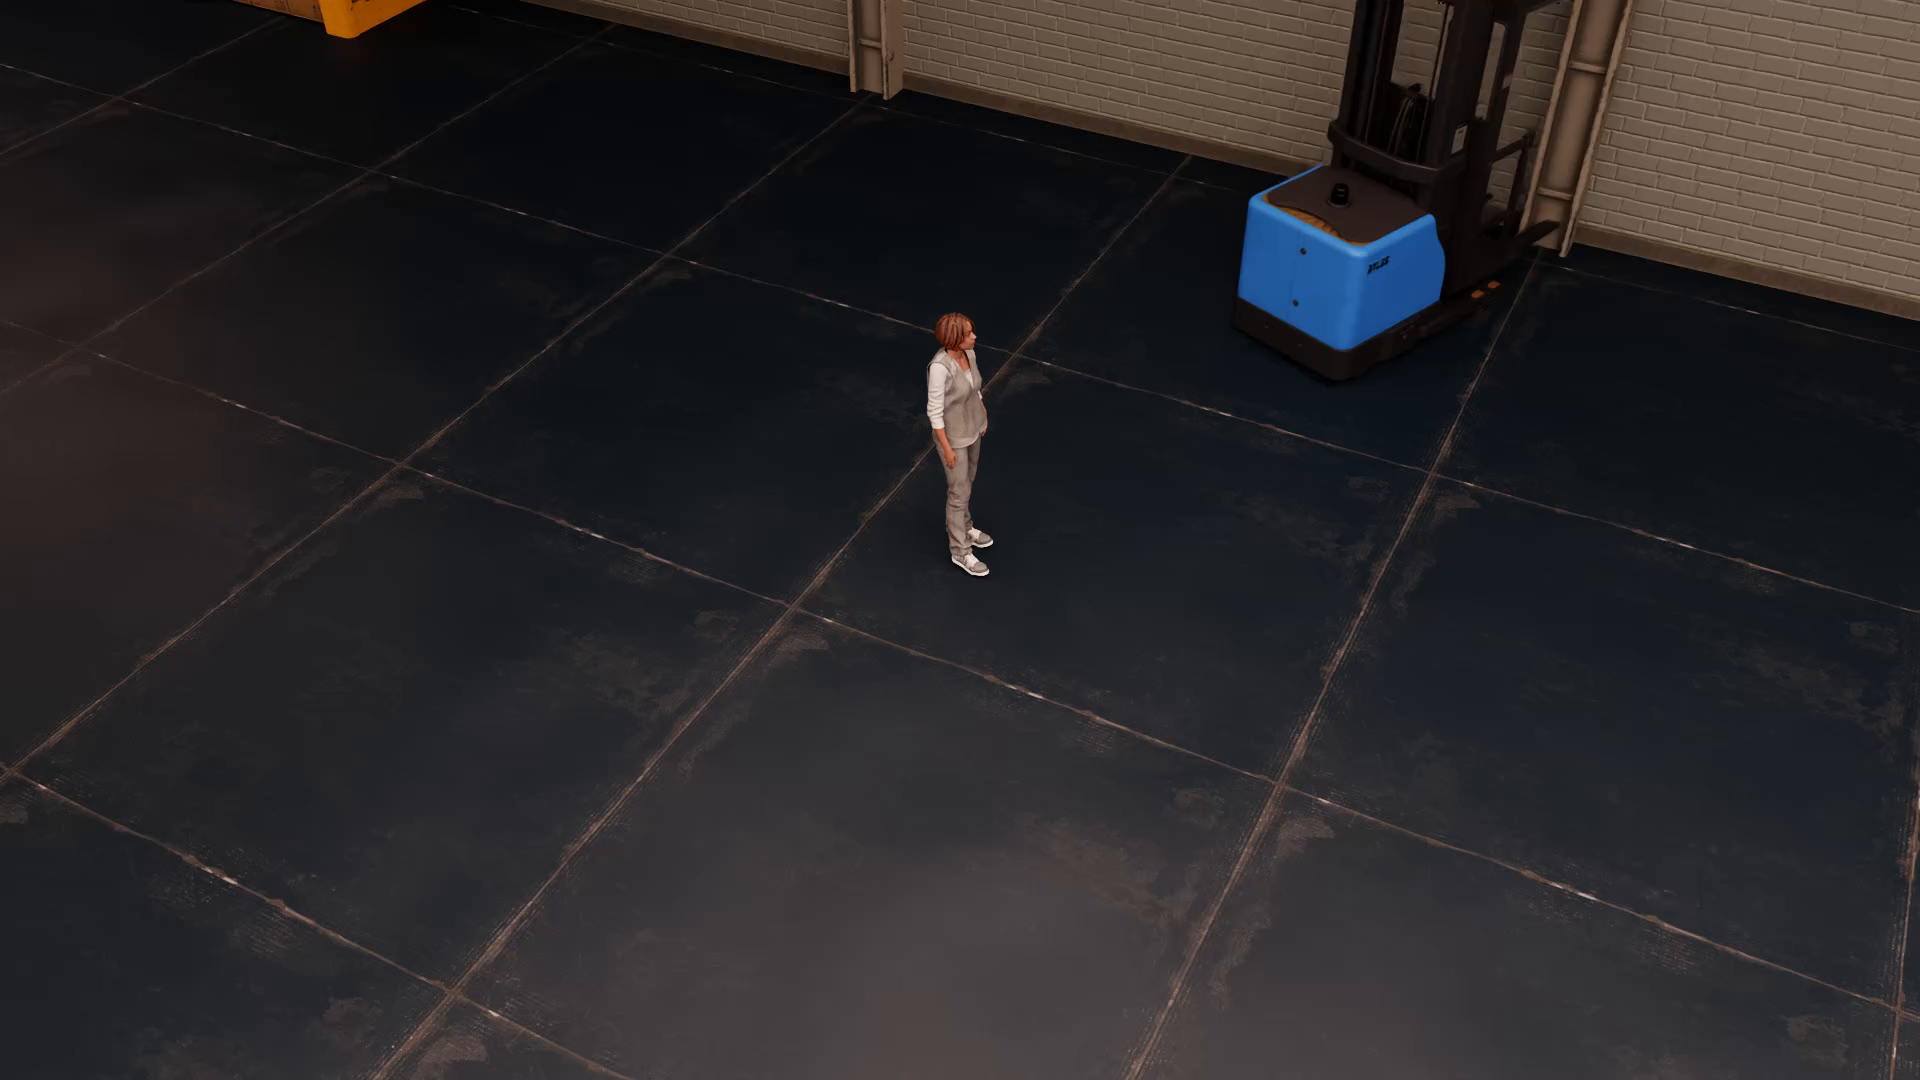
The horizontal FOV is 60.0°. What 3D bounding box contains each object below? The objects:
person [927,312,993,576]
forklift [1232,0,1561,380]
[{"bbox_3d":[0.060,-0.586,9.707,0.473,1.599,0.521,18,43,21],"label":"person"},{"bbox_3d":[3.414,-3.025,11.578,3.031,2.935,1.130,-29,48,-30],"label":"forklift"}]
